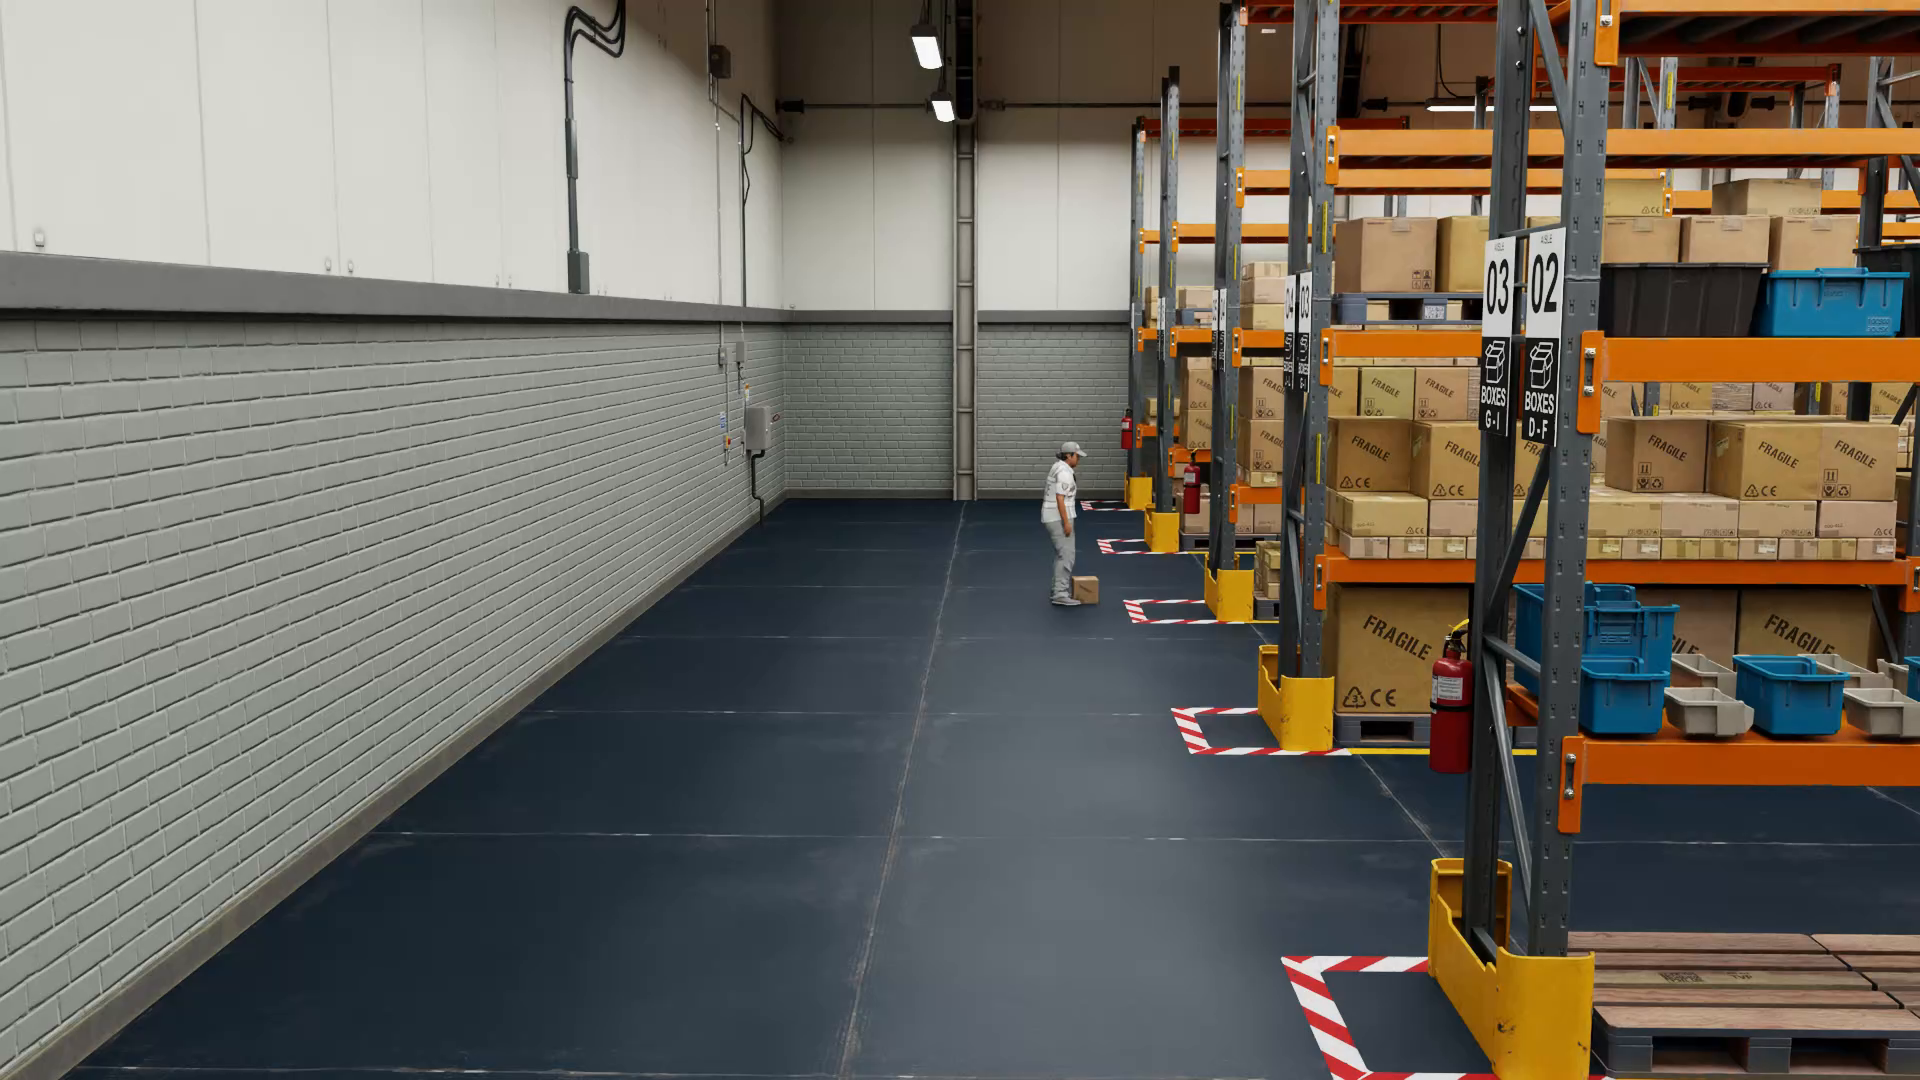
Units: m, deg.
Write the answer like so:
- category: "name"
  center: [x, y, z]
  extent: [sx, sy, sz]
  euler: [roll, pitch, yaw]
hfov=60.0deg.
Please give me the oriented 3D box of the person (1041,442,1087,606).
- category: "person"
  center: [1.076, -0.181, 17.160]
  extent: [0.469, 1.665, 0.546]
  euler: [0, 7, -1]
